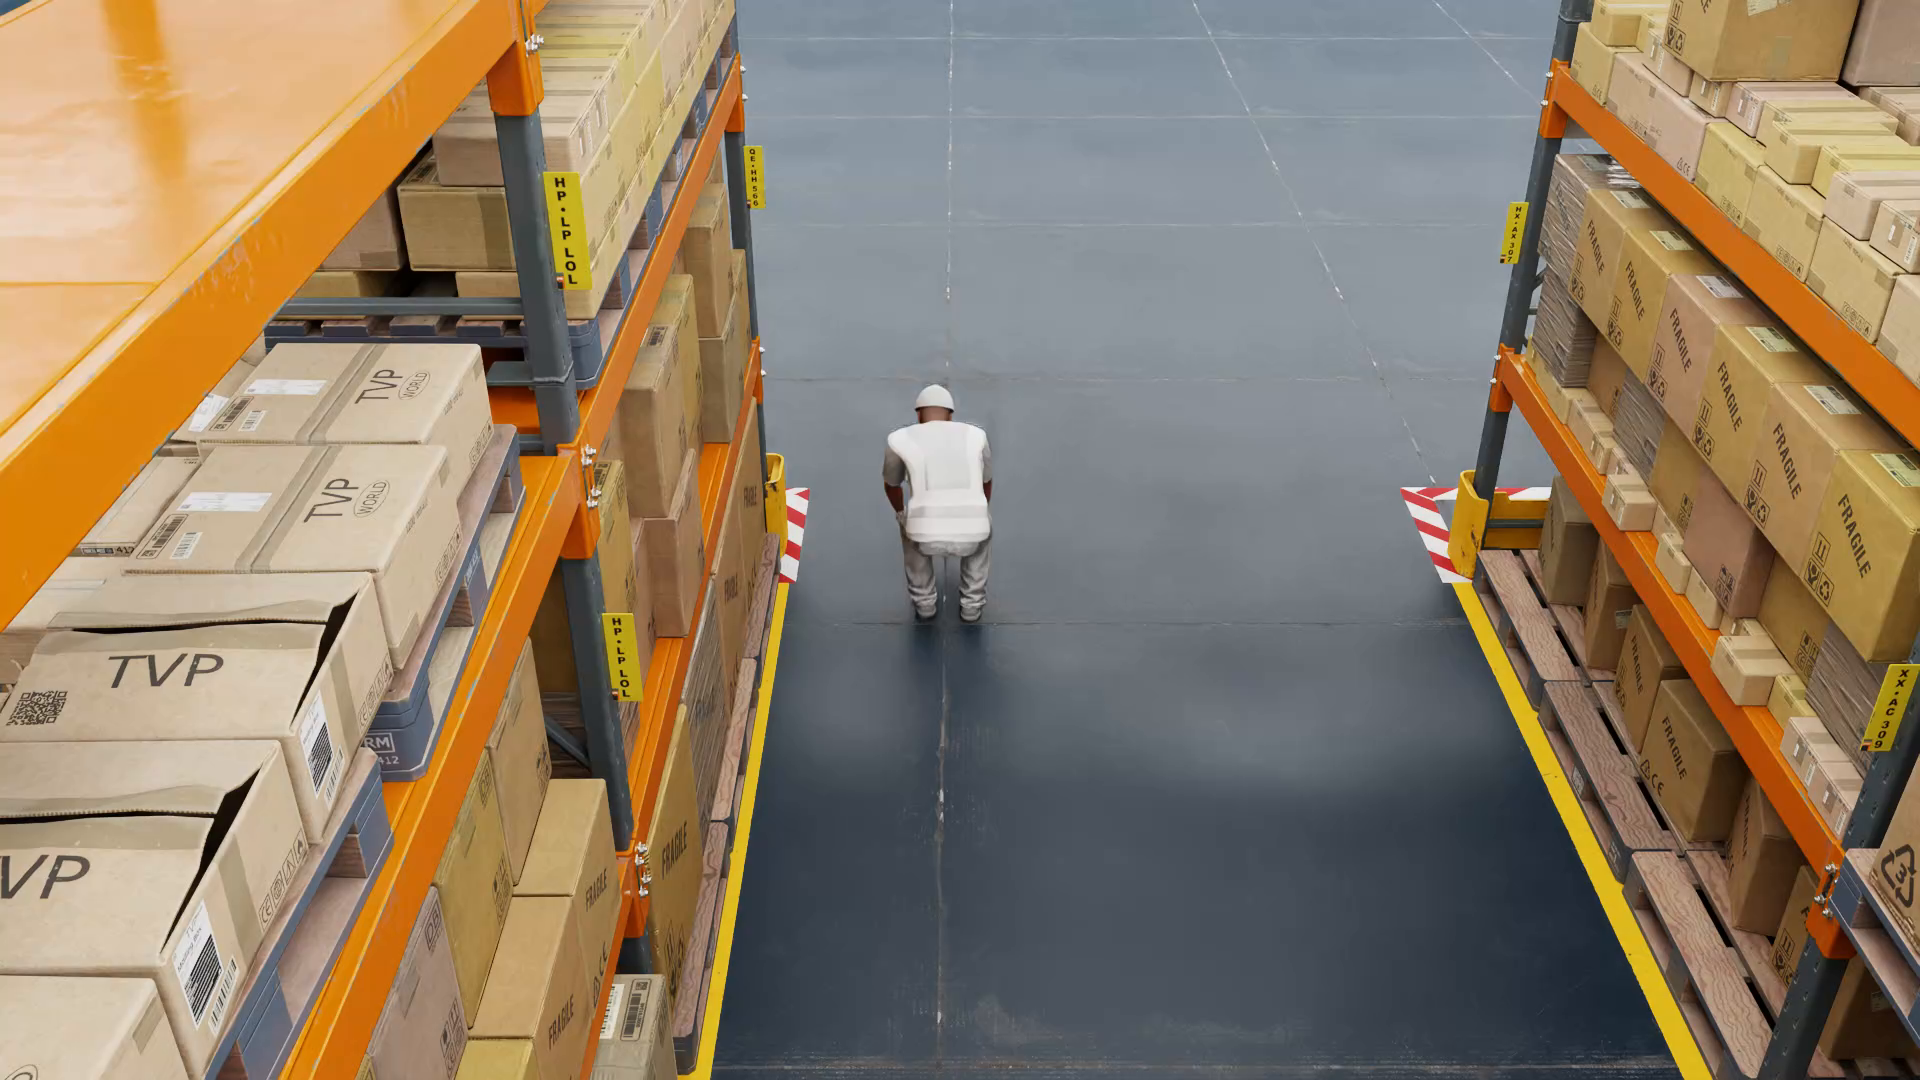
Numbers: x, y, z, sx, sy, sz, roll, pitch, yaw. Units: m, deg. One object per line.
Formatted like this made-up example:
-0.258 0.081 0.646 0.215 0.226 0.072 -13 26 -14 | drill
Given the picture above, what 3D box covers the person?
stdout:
-0.118 -0.159 8.814 0.589 1.133 0.861 0 31 0 | person
